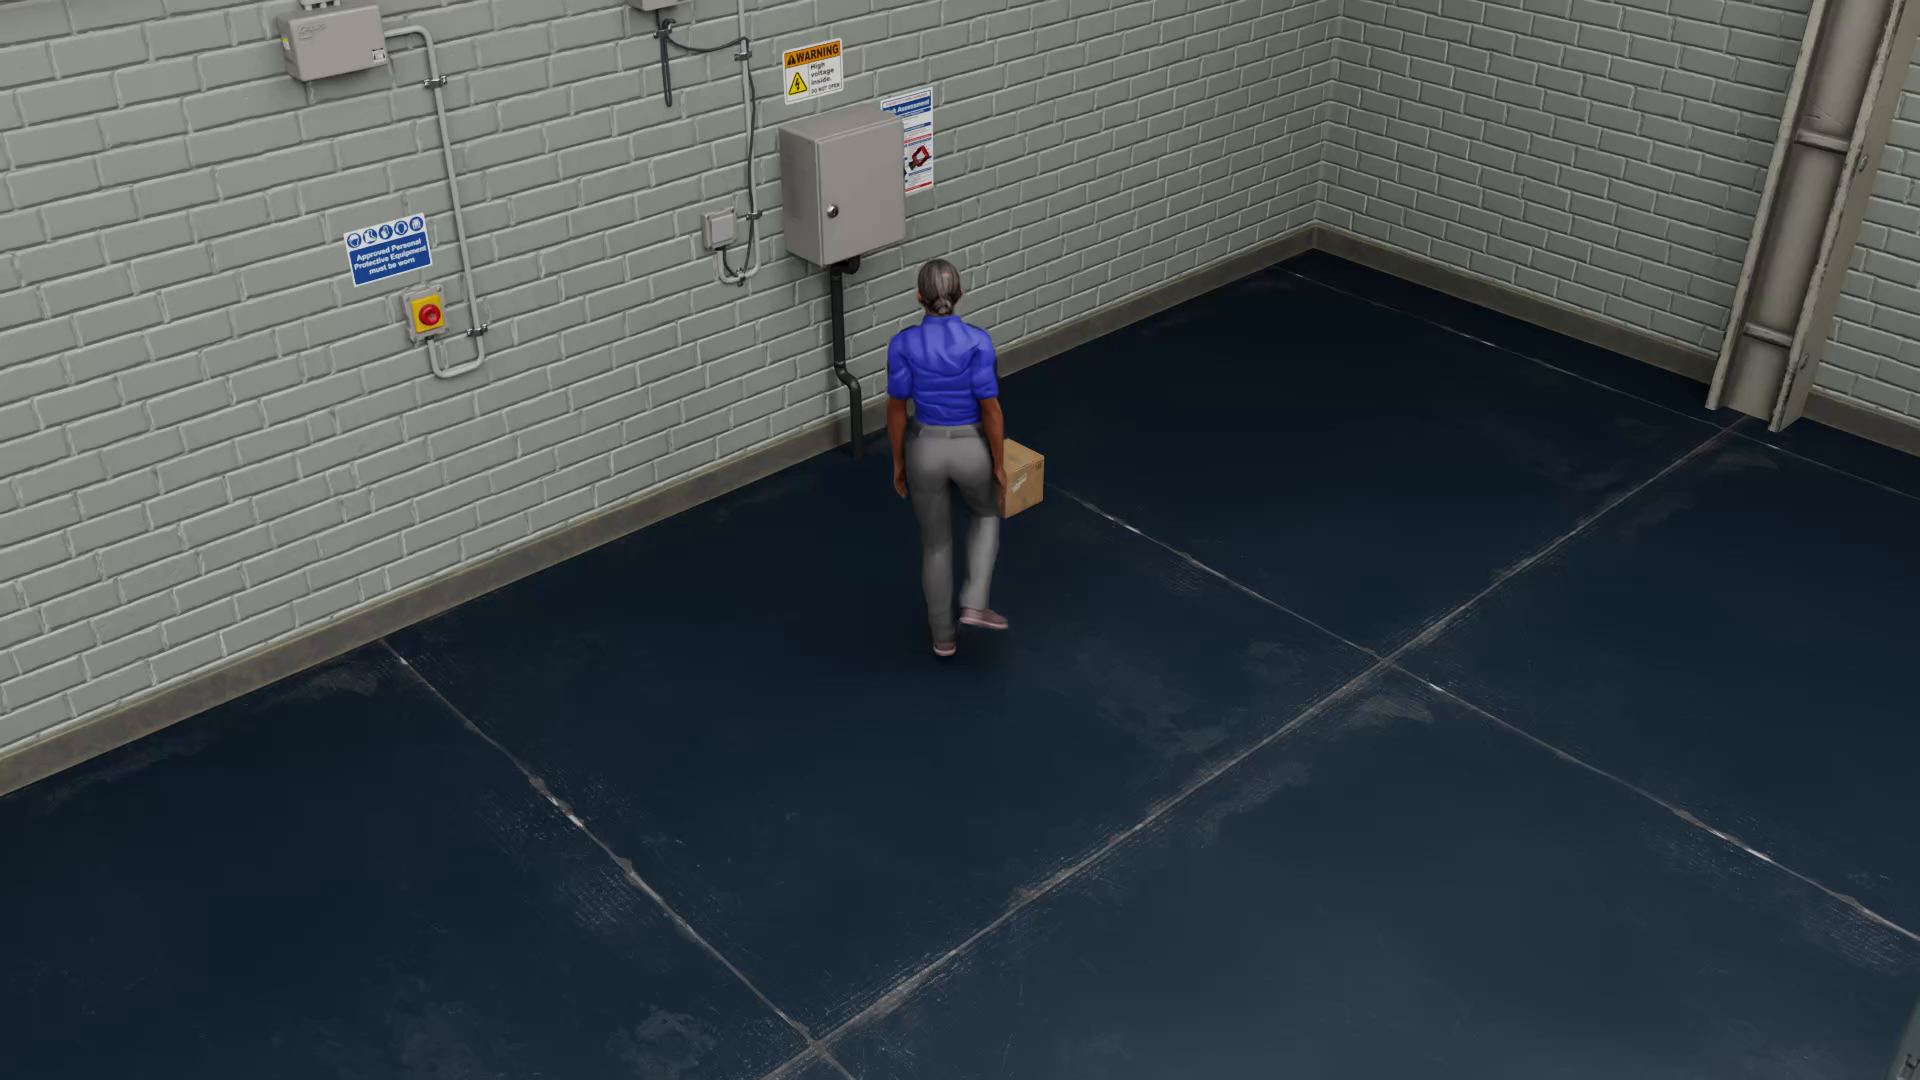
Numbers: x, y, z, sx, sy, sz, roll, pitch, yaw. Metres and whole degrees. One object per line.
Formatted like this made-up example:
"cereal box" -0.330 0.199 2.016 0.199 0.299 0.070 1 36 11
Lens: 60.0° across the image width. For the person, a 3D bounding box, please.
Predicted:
"person" -0.043 -0.307 6.611 0.495 1.648 0.452 1 32 2
